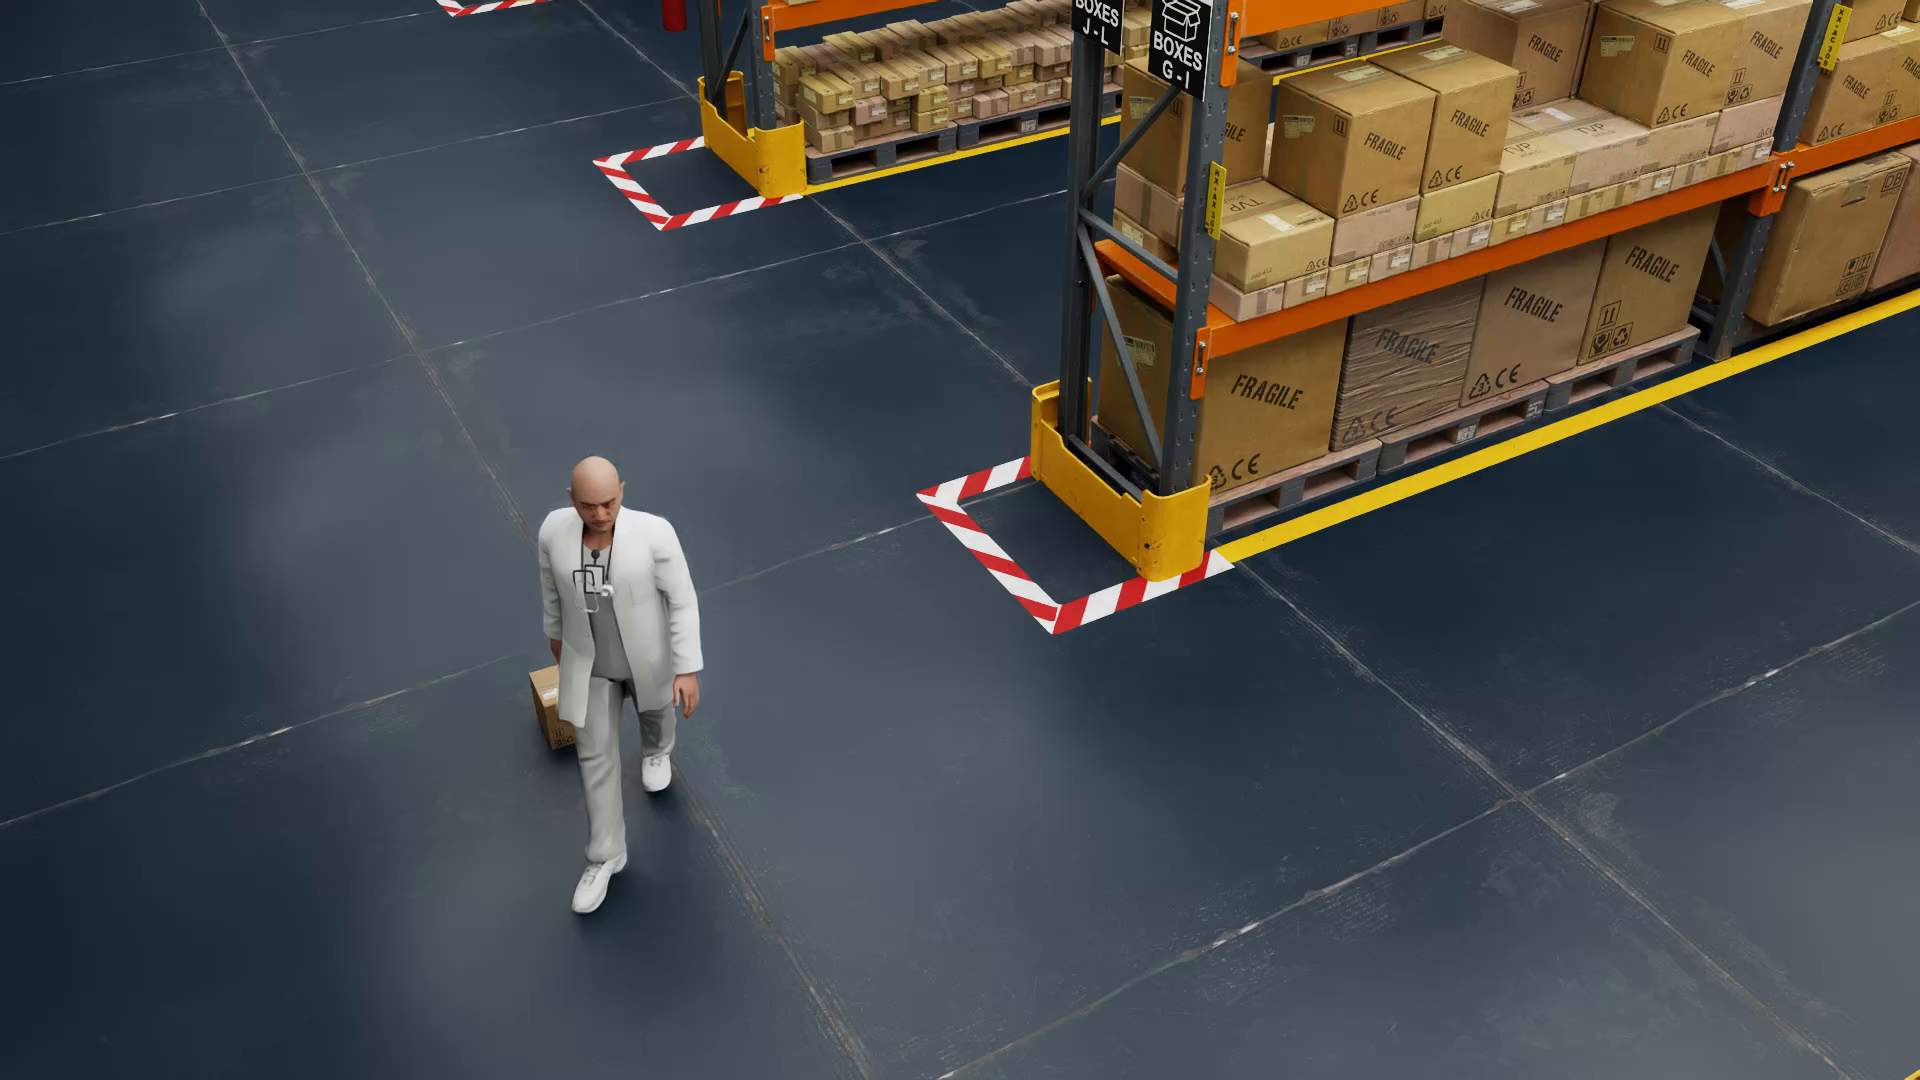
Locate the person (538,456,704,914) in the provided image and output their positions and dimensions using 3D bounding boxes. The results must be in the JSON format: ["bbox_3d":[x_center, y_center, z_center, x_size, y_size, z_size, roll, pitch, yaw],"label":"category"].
[{"bbox_3d":[-1.286,0.465,6.280,0.652,1.731,1.050,0,36,0],"label":"person"}]
